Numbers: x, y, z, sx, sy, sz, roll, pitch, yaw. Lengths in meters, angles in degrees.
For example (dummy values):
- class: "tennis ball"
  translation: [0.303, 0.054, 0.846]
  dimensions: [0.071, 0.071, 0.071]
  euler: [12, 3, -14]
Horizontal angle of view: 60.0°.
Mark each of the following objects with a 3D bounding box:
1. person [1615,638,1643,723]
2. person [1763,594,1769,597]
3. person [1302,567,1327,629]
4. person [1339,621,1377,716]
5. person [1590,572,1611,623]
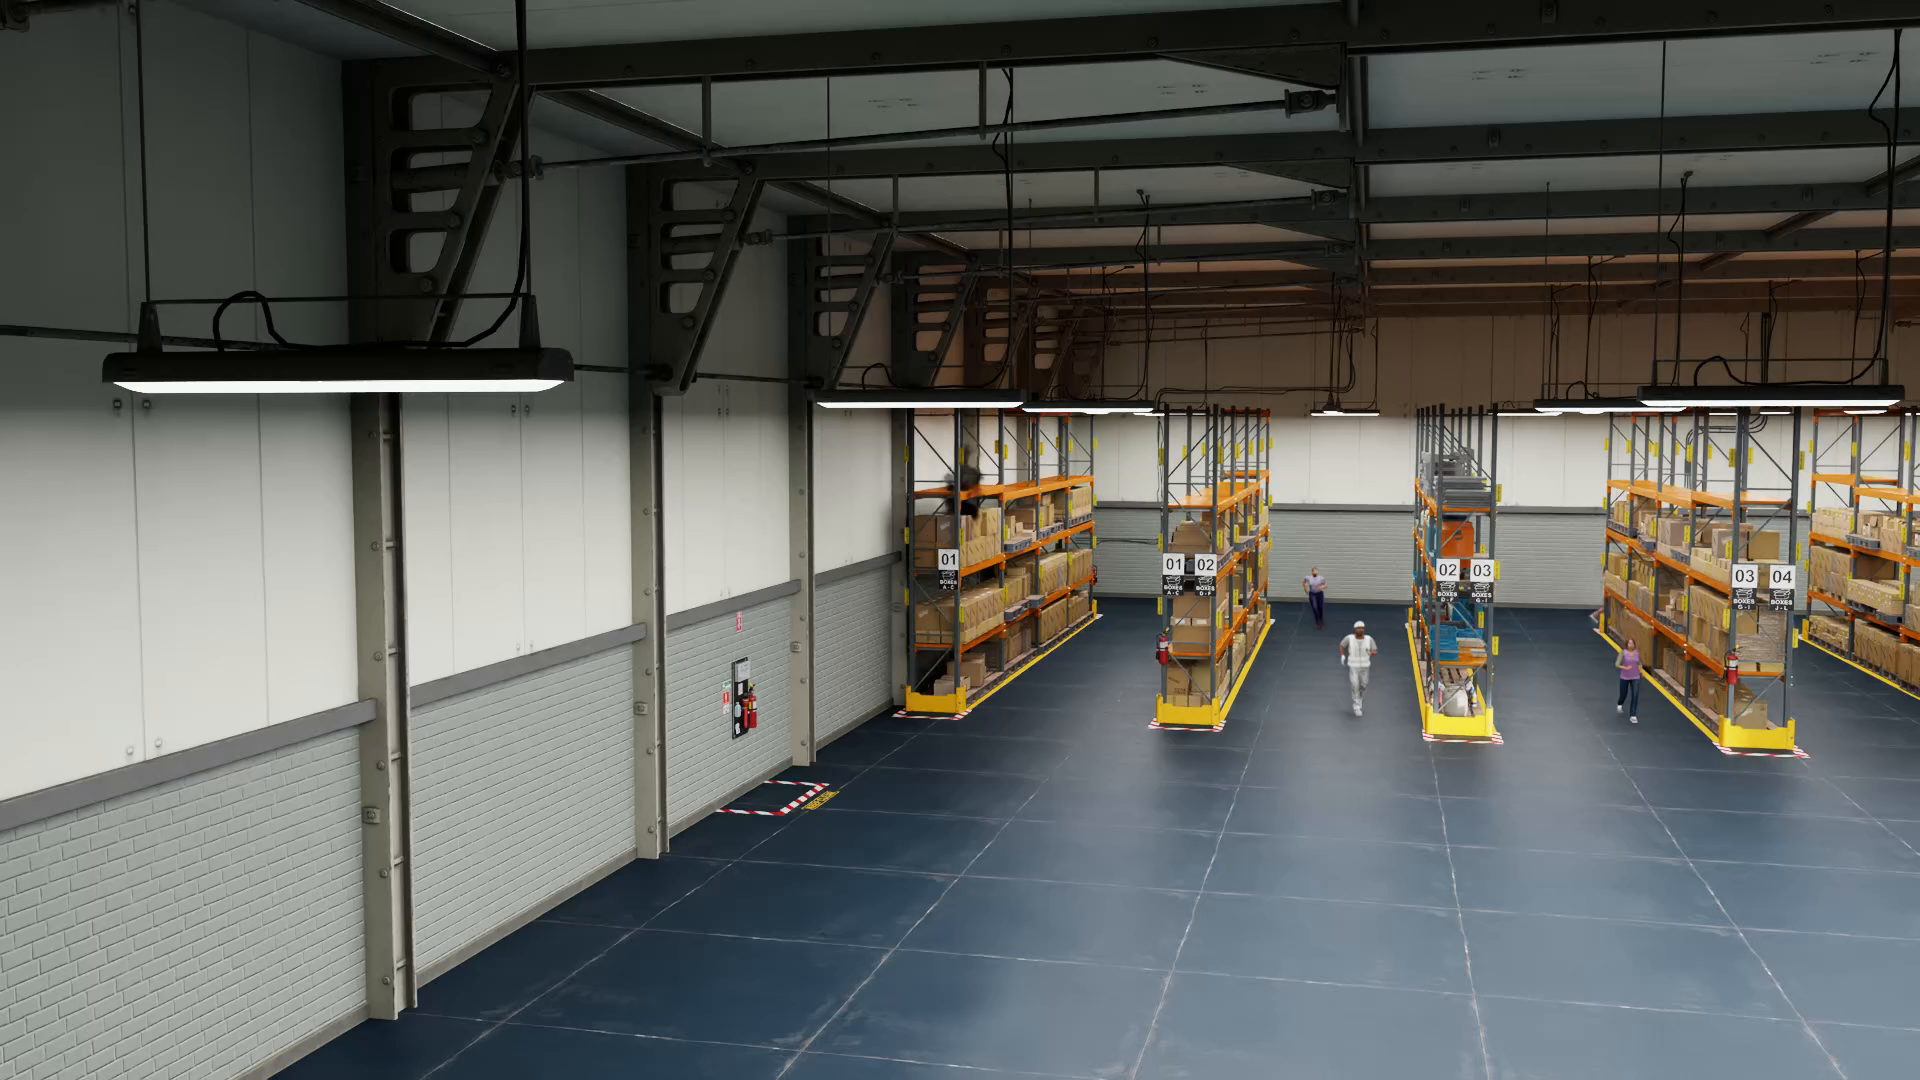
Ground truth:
- class: "person"
  translation: [12.699, 2.635, 31.530]
  dimensions: [0.552, 1.575, 0.786]
  euler: [1, 4, 7]
- class: "person"
  translation: [20.485, 1.868, 42.312]
  dimensions: [0.574, 1.554, 0.477]
  euler: [1, 4, 19]
- class: "person"
  translation: [9.758, 1.578, 45.679]
  dimensions: [0.639, 1.677, 0.858]
  euler: [0, 4, 2]
- class: "person"
  translation: [7.727, 2.456, 32.201]
  dimensions: [0.680, 1.777, 0.988]
  euler: [0, 4, 0]
- class: "person"
  translation: [17.899, 1.537, 45.839]
  dimensions: [0.959, 1.646, 0.580]
  euler: [2, 5, 30]
